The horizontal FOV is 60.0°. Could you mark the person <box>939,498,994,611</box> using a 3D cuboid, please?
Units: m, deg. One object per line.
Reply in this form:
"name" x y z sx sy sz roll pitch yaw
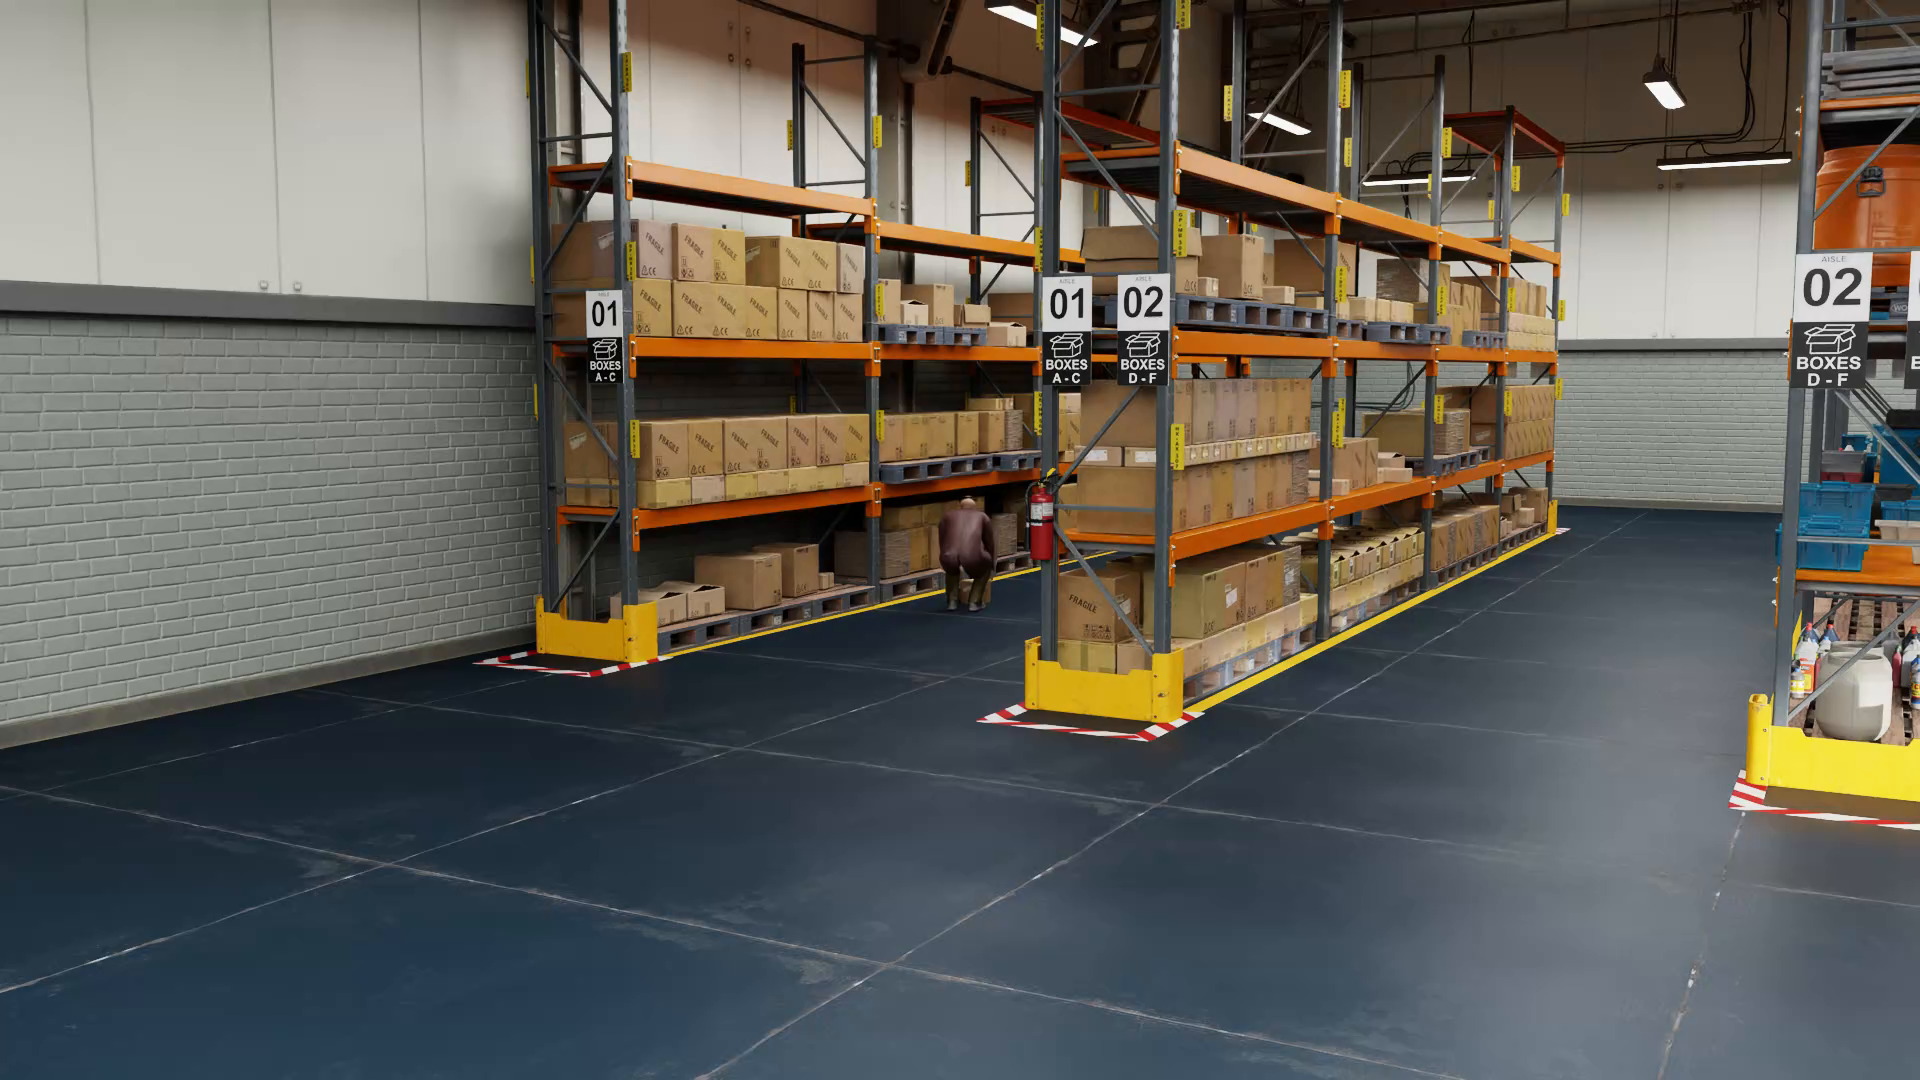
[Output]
"person" 0.043 0.158 17.643 0.623 1.146 0.839 1 6 14
